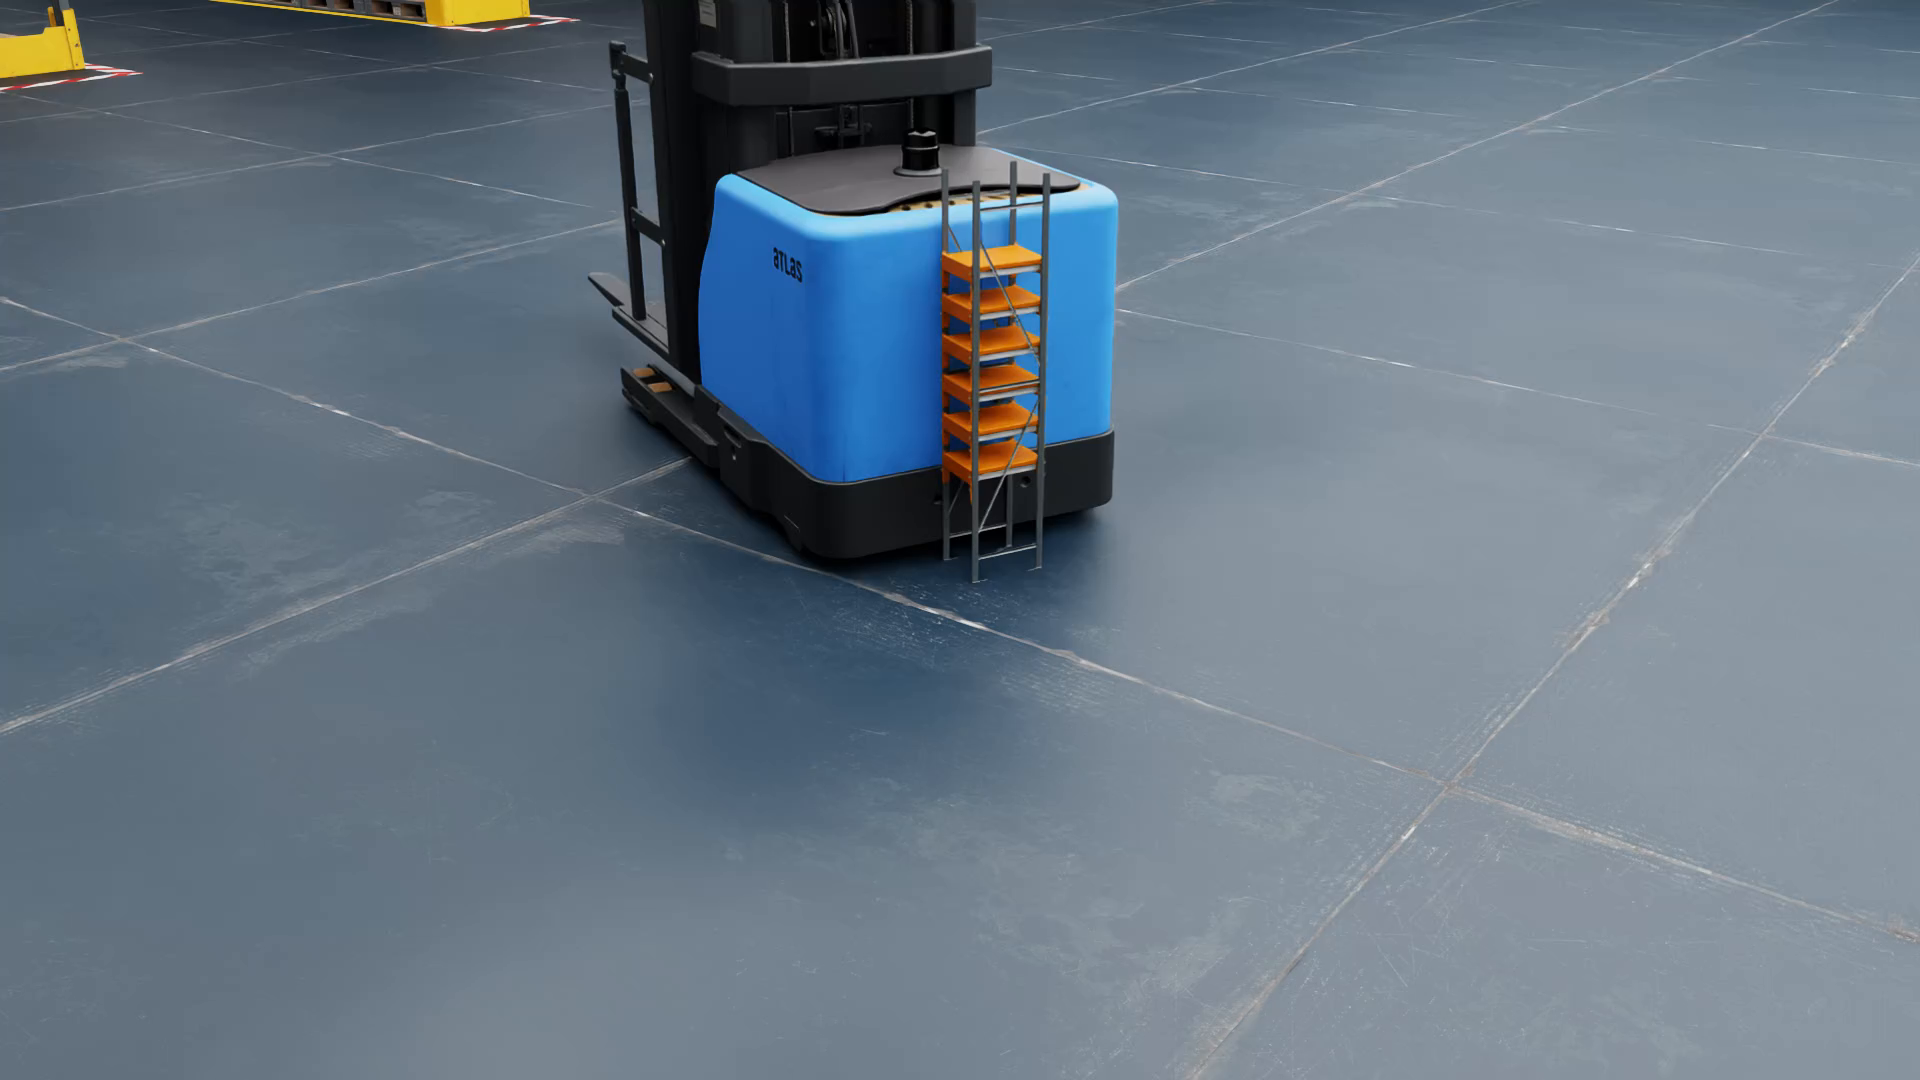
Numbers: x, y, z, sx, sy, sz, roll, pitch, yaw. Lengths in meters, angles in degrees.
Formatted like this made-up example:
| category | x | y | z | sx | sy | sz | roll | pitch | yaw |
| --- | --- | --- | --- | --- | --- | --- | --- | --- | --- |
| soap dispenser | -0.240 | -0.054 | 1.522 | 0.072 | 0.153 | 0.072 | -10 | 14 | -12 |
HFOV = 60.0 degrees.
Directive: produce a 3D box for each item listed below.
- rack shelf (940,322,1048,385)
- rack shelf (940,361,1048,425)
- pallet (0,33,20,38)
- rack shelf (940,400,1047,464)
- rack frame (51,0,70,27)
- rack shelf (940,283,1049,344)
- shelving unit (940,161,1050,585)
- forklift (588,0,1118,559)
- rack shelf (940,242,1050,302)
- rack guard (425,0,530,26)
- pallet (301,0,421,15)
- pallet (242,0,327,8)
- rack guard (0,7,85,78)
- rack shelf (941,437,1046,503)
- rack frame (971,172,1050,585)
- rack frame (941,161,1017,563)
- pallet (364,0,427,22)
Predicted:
| category | x | y | z | sx | sy | sz | roll | pitch | yaw |
| --- | --- | --- | --- | --- | --- | --- | --- | --- | --- |
| rack shelf | 0.098 | -0.540 | 4.800 | 0.258 | 0.103 | 0.180 | -12 | 27 | -25 |
| rack shelf | 0.098 | -0.430 | 4.848 | 0.258 | 0.103 | 0.180 | -12 | 27 | -25 |
| pallet | -8.867 | -4.333 | 14.823 | 1.213 | 0.211 | 1.003 | 17 | 29 | 33 |
| rack shelf | 0.098 | -0.320 | 4.897 | 0.258 | 0.103 | 0.180 | -12 | 27 | -25 |
| rack frame | -8.131 | -5.408 | 13.803 | 0.127 | 3.000 | 1.000 | 17 | 29 | 33 |
| rack shelf | 0.098 | -0.650 | 4.751 | 0.258 | 0.103 | 0.180 | -12 | 27 | -25 |
| shelving unit | 0.098 | -0.471 | 4.830 | 0.258 | 1.200 | 0.189 | -12 | 27 | -25 |
| forklift | -0.642 | -1.842 | 5.795 | 1.130 | 2.935 | 3.031 | -12 | 27 | -25 |
| rack shelf | 0.098 | -0.760 | 4.703 | 0.258 | 0.103 | 0.180 | -12 | 27 | -25 |
| rack guard | -5.221 | -5.880 | 17.976 | 0.348 | 0.500 | 1.175 | 17 | 29 | 33 |
| pallet | -6.822 | -6.251 | 19.176 | 1.213 | 0.211 | 1.003 | 17 | 29 | 33 |
| pallet | -7.803 | -6.546 | 19.845 | 1.213 | 0.211 | 1.003 | 17 | 29 | 33 |
| rack guard | -8.220 | -4.267 | 14.315 | 0.348 | 0.500 | 1.175 | 17 | 29 | 33 |
| rack shelf | 0.098 | -0.210 | 4.945 | 0.258 | 0.103 | 0.180 | -12 | 27 | -25 |
| rack frame | 0.141 | -0.438 | 4.756 | 0.240 | 1.200 | 0.006 | -12 | 27 | -25 |
| rack frame | 0.055 | -0.503 | 4.904 | 0.240 | 1.200 | 0.006 | -12 | 27 | -25 |
| pallet | -5.850 | -5.956 | 18.506 | 1.213 | 0.211 | 1.003 | 17 | 29 | 33 |
